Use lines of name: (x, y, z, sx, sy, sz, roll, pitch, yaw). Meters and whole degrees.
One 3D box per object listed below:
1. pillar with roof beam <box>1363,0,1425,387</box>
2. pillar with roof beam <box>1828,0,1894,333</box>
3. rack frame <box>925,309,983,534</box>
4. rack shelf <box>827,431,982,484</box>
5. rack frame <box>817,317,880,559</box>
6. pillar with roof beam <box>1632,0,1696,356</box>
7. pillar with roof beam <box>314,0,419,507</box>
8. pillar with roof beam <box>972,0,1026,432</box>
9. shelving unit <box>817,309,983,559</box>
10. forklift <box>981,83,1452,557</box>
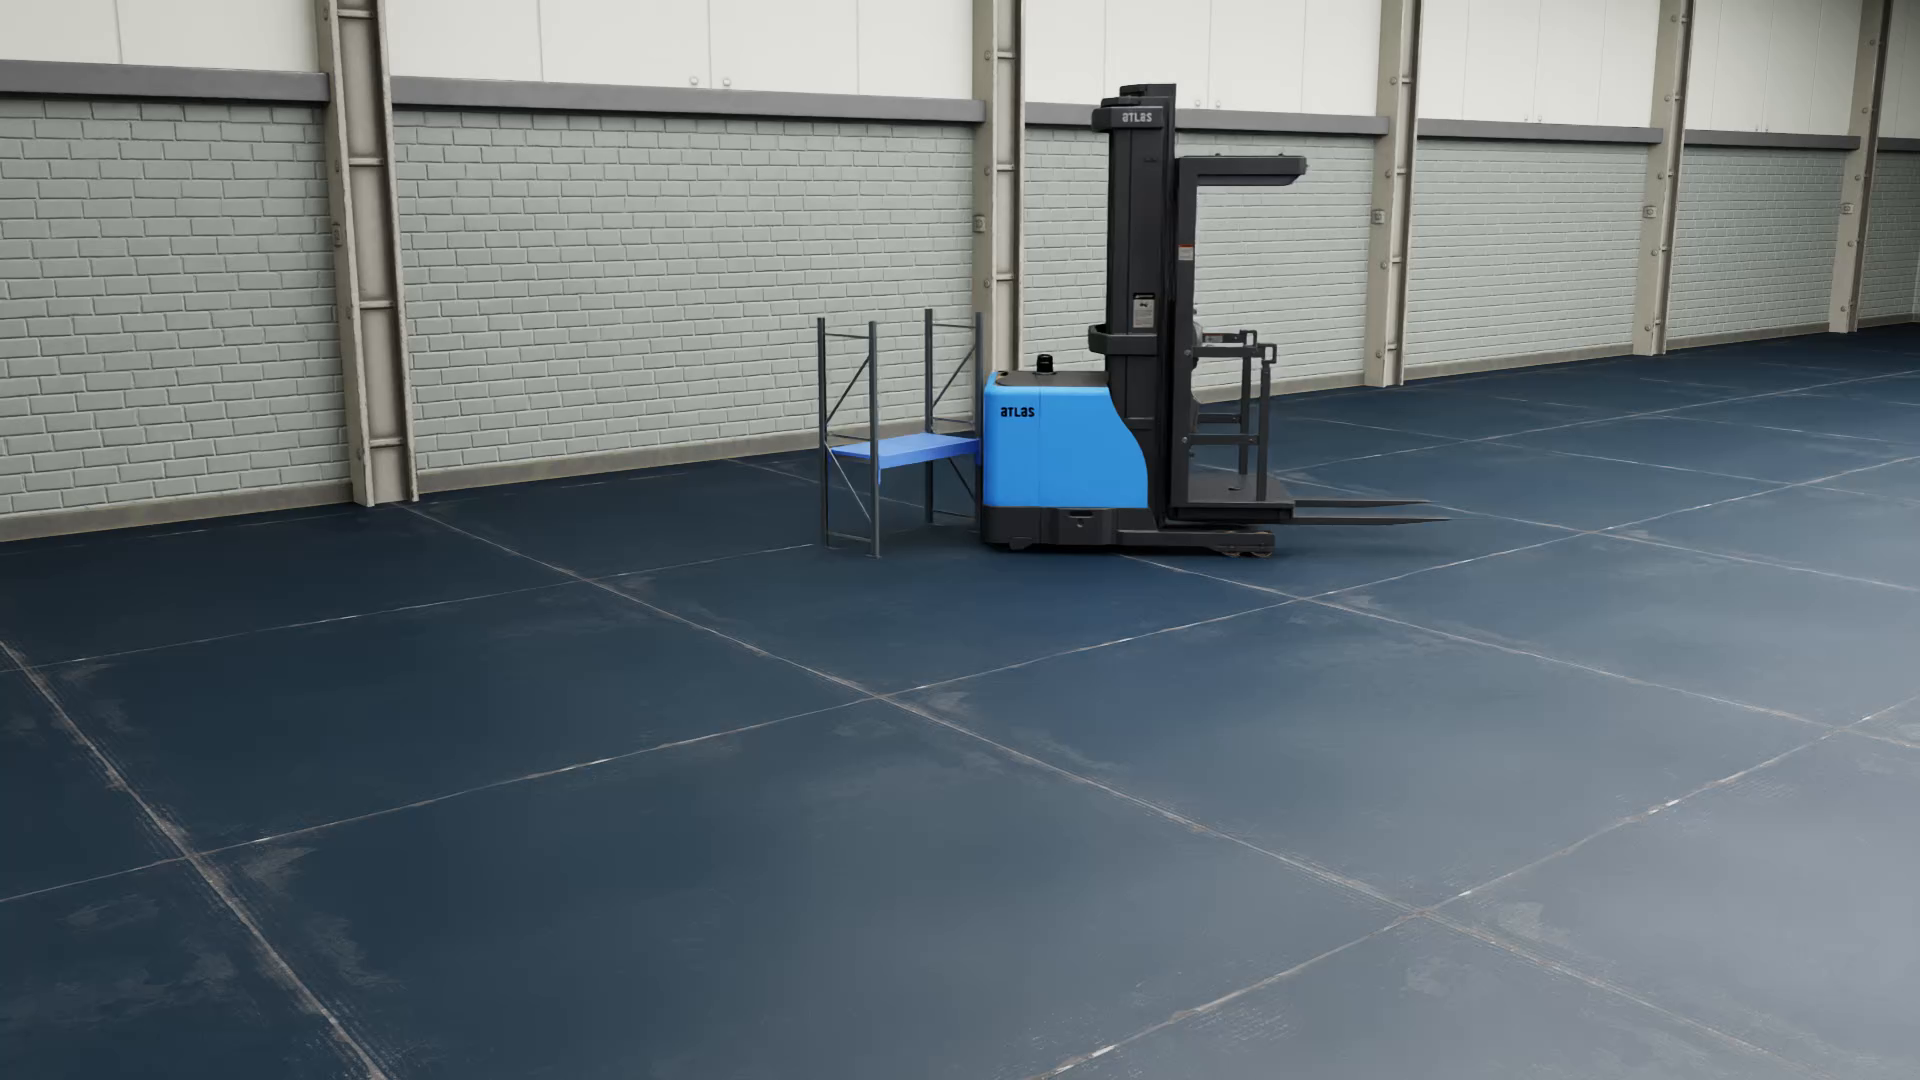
pillar with roof beam: (7.736, -5.557, 15.634, 0.400, 9.000, 9.100, -9, 15, -38)
pillar with roof beam: (17.106, -7.114, 22.967, 0.400, 9.000, 9.100, -9, 15, -38)
rack frame: (-0.042, -0.810, 11.330, 0.500, 1.500, 0.032, 10, 16, 40)
rack shelf: (-0.376, -0.554, 10.993, 0.538, 0.185, 1.000, 10, 16, 40)
rack frame: (-0.711, -0.650, 10.581, 0.500, 1.500, 0.032, 10, 16, 40)
pillar with roof beam: (12.421, -6.335, 19.300, 0.400, 9.000, 9.100, -9, 15, -38)
pillar with roof beam: (-1.634, -4.000, 8.301, 0.400, 9.000, 9.100, -9, 15, -38)
pillar with roof beam: (3.051, -4.778, 11.967, 0.400, 9.000, 9.100, -9, 15, -38)
shelving unit: (-0.376, -0.730, 10.955, 0.538, 1.500, 1.048, 10, 16, 40)
forklift: (1.673, -1.436, 10.836, 3.031, 2.935, 1.130, 1, 12, 3)
